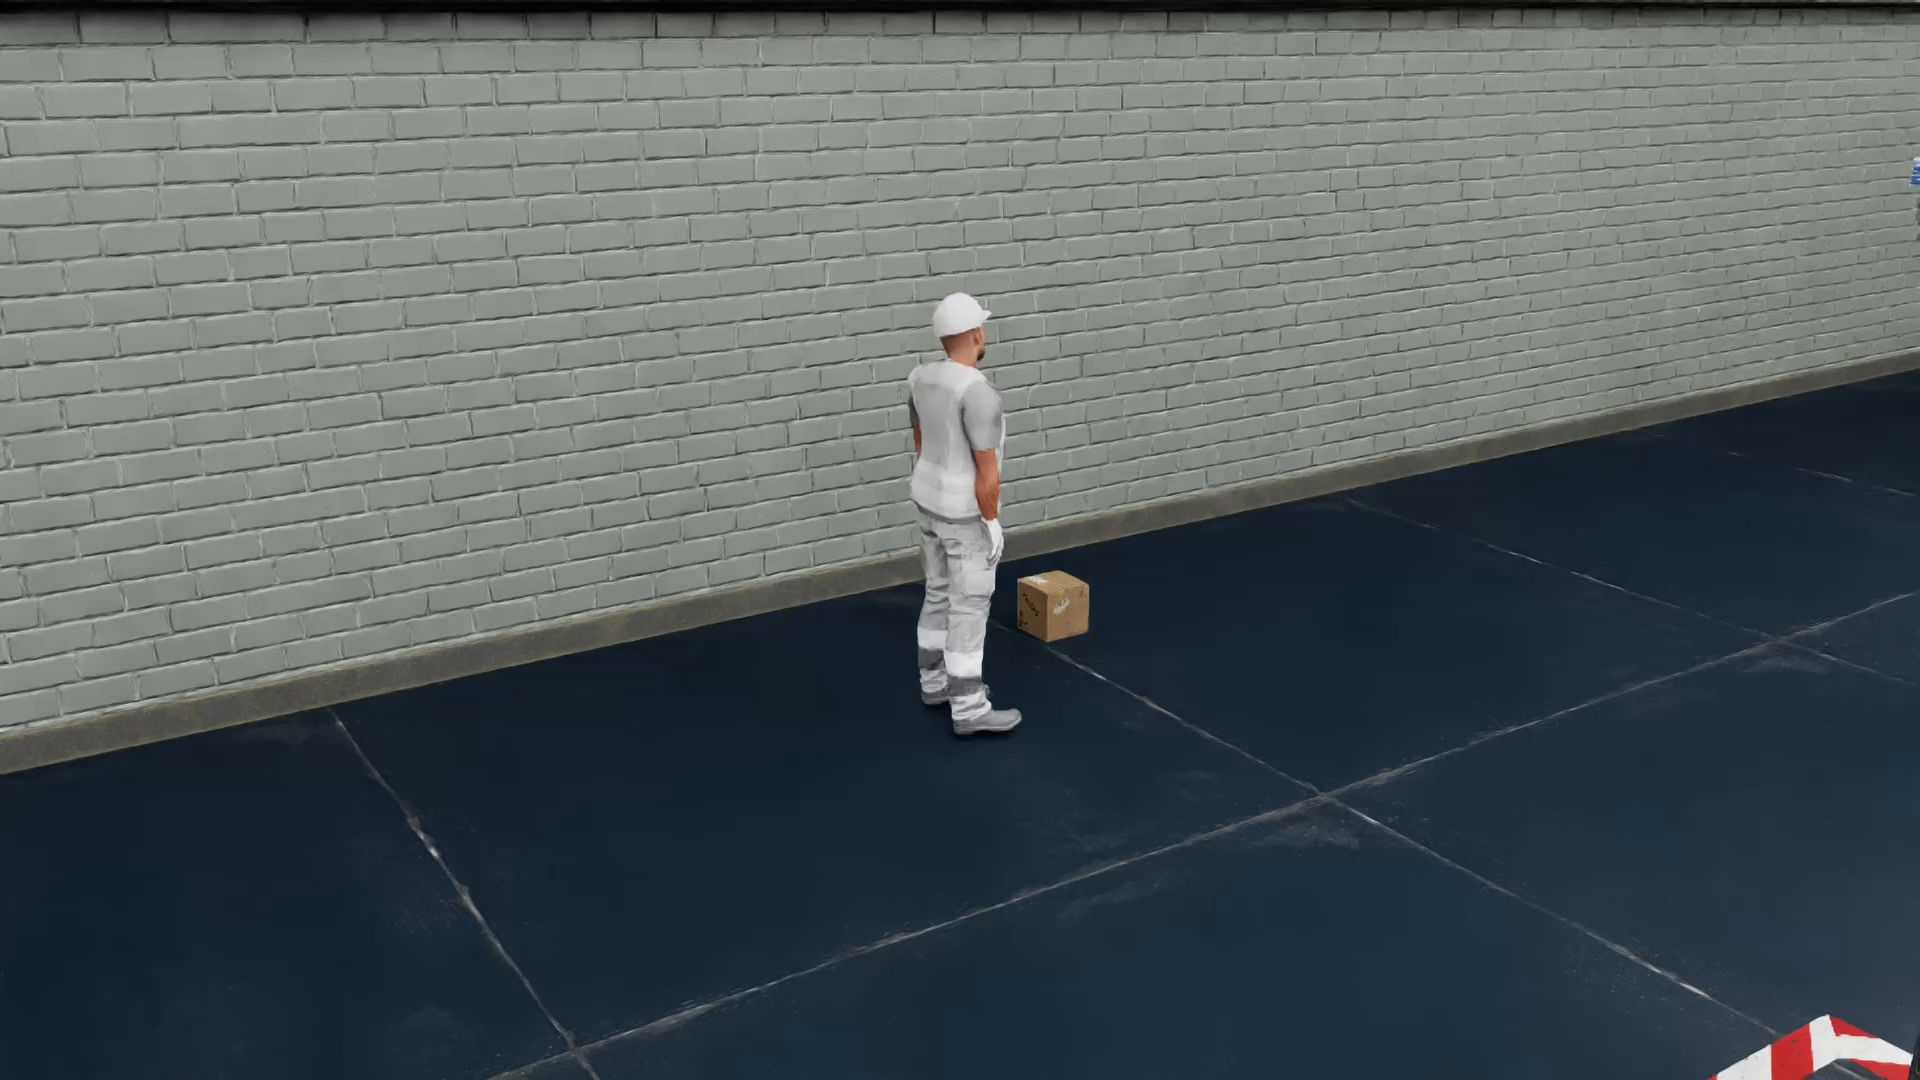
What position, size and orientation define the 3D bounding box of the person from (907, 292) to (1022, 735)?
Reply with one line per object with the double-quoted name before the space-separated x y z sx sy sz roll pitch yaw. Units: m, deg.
"person" 0.011 -0.119 6.805 0.383 1.796 0.577 -12 21 -33
